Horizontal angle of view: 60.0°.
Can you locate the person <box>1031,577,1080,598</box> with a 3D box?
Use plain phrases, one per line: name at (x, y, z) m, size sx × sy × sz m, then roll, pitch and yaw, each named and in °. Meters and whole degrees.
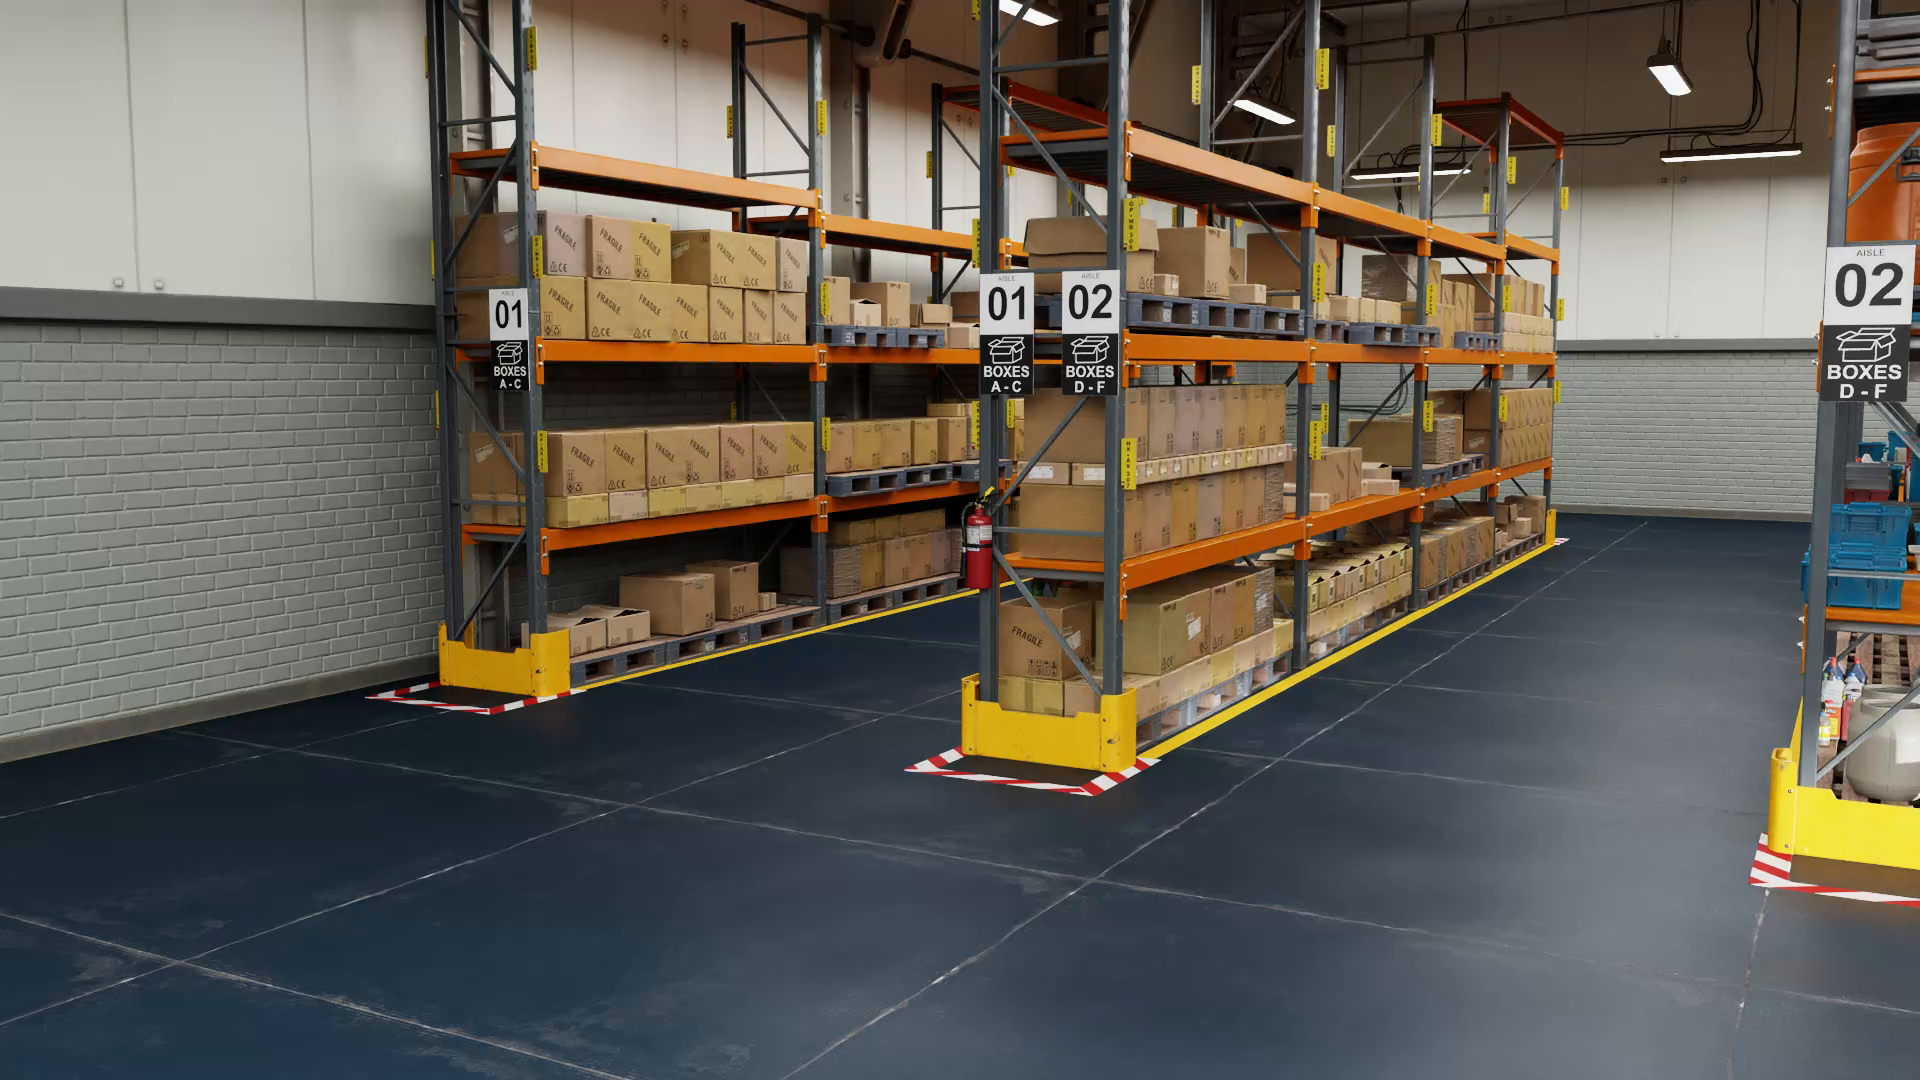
person at (1.046, 0.302, 18.258) m, size 0.533 × 0.869 × 0.965 m, roll 3°, pitch 7°, yaw 27°
